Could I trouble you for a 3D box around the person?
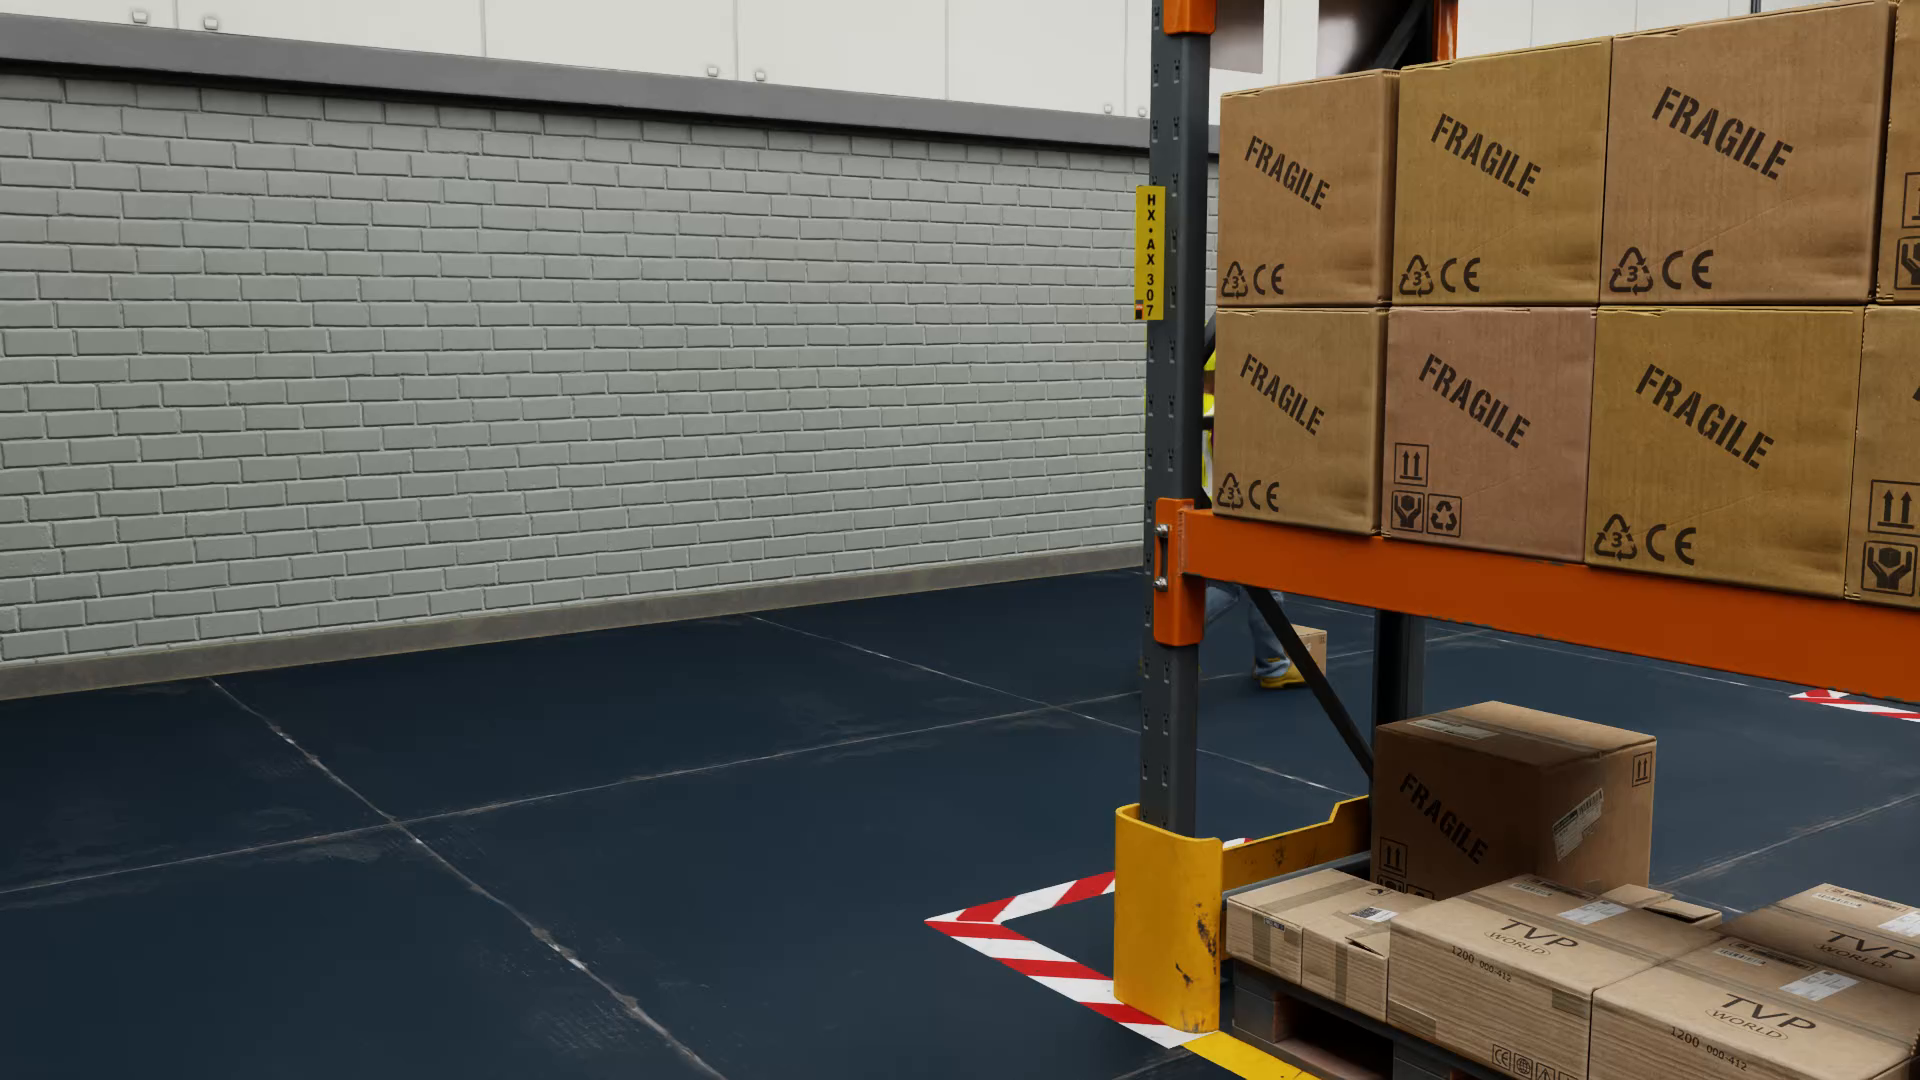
[{"bbox_3d":[1.315,-0.118,7.846,0.882,1.695,0.636,-4,9,-28],"label":"person"}]
